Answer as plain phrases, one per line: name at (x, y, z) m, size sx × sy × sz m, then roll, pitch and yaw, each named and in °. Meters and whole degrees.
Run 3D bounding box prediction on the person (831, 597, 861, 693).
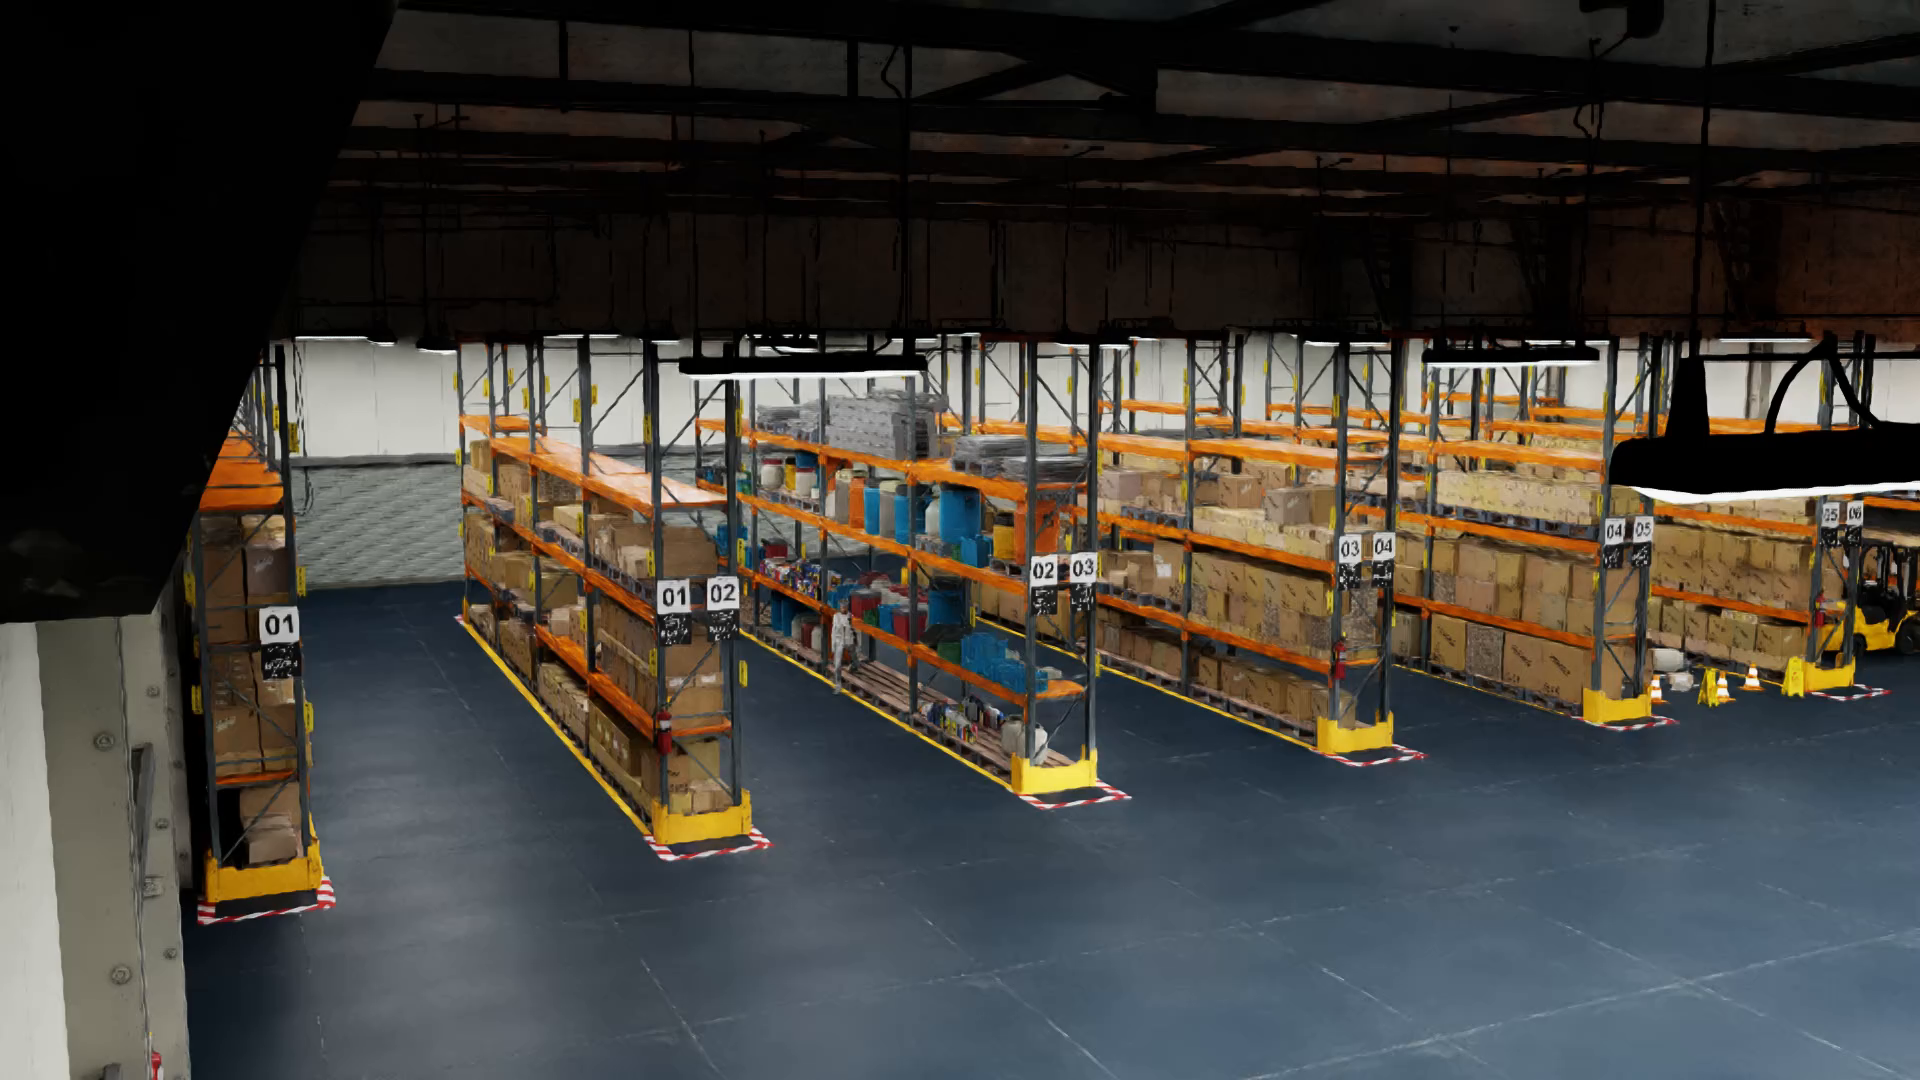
person at (-1.932, 1.742, 28.155) m, size 0.521 × 1.614 × 0.946 m, roll 0°, pitch 8°, yaw -3°
